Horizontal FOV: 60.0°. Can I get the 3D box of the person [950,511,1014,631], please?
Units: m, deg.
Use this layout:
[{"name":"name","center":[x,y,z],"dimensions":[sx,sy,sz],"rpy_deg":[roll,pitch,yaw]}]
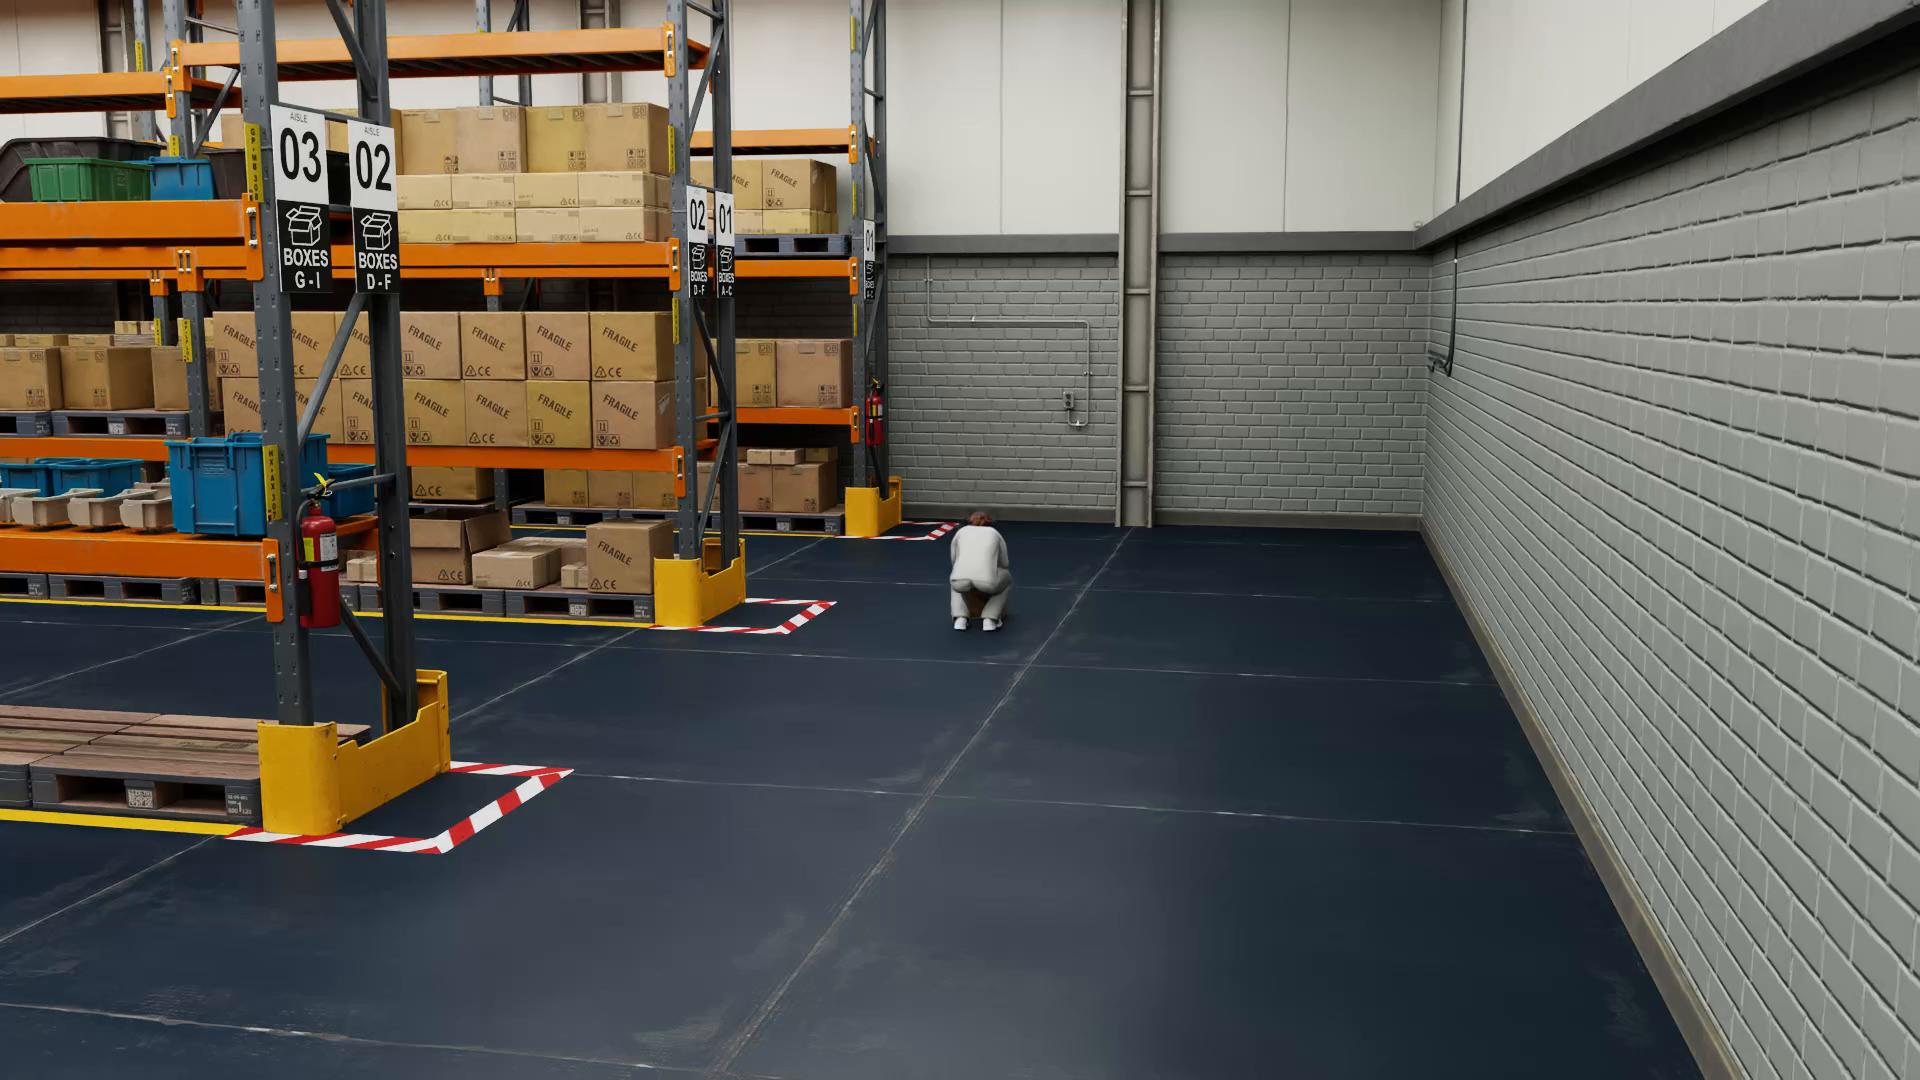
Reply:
[{"name":"person","center":[0.143,0.267,12.321],"dimensions":[0.477,0.734,0.801],"rpy_deg":[2,8,11]}]
